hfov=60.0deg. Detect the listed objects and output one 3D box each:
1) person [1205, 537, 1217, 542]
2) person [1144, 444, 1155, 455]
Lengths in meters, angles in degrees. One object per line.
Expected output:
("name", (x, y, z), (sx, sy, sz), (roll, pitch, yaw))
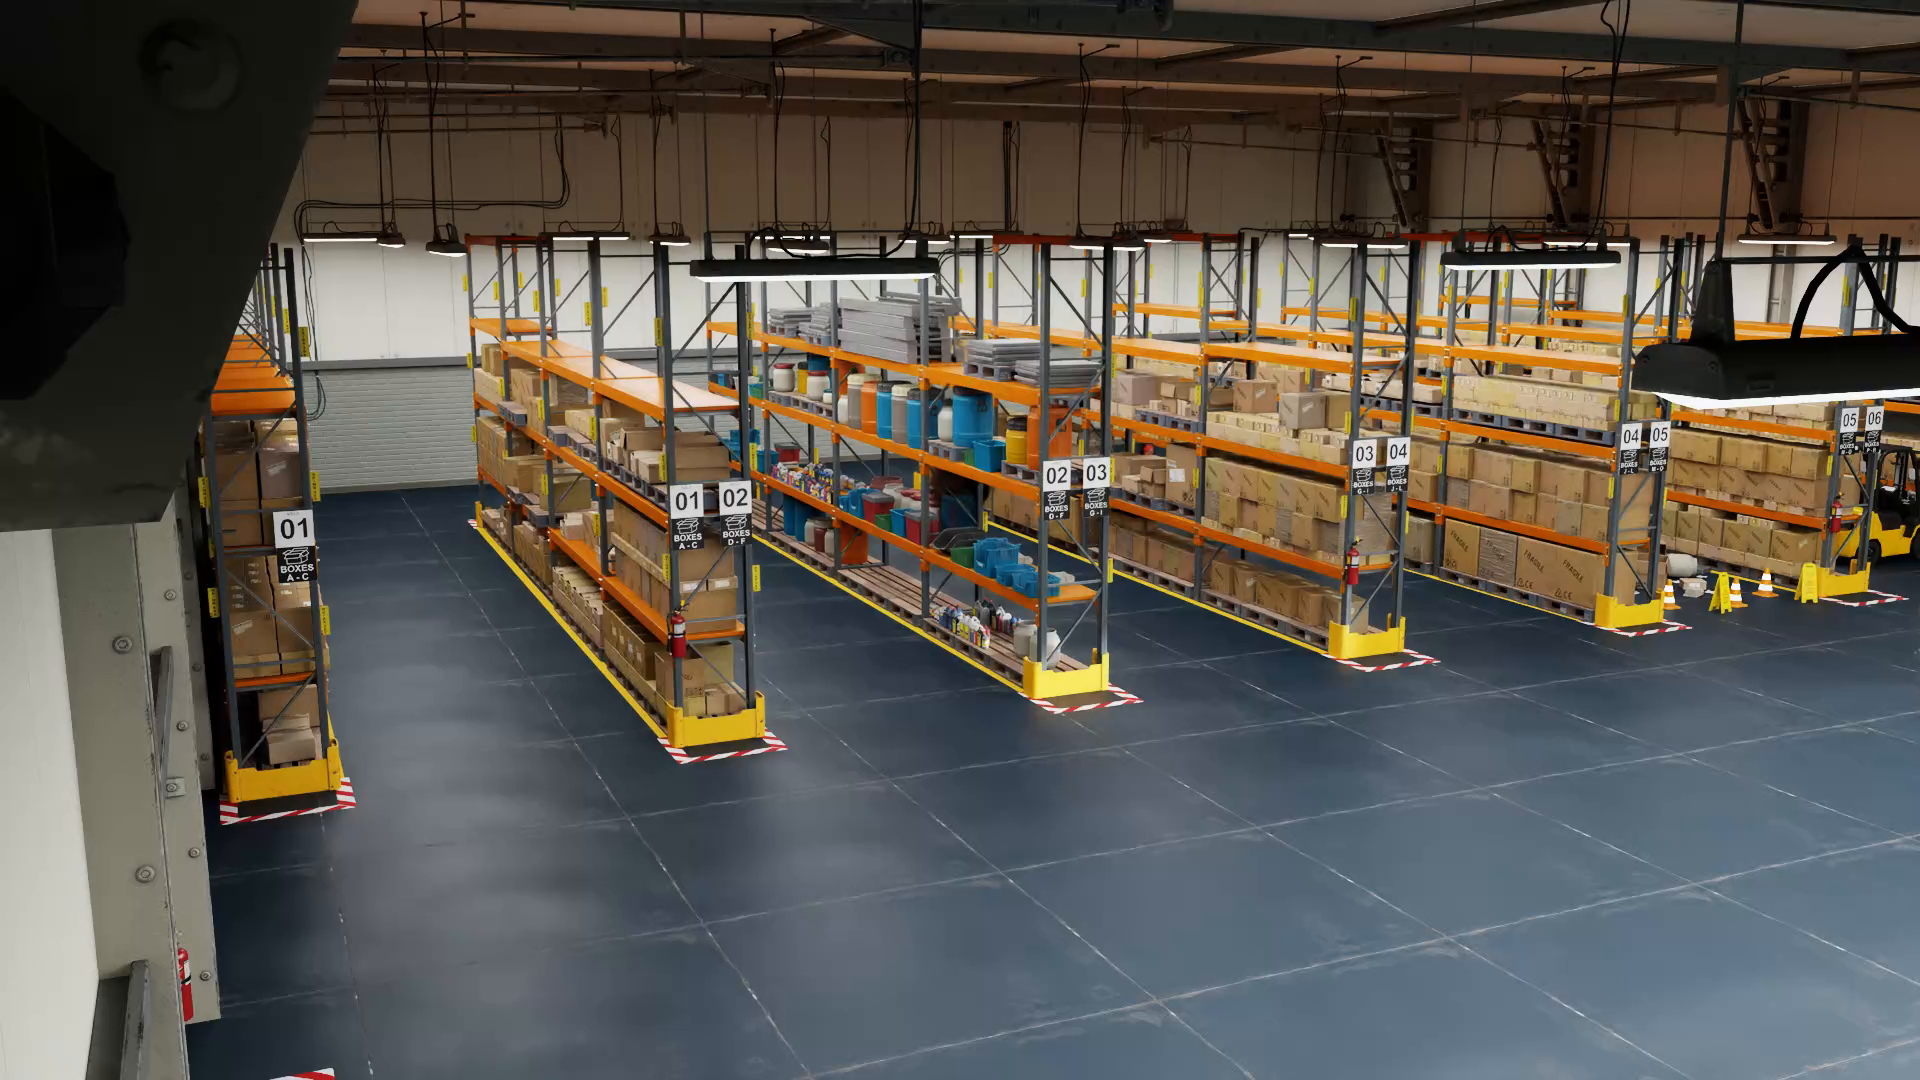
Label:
("person", (4.865, -0.835, 33.048), (0.588, 1.662, 0.796), (-7, 13, -32))
("person", (3.849, -1.033, 33.797), (0.630, 1.836, 0.764), (-5, 12, -25))
